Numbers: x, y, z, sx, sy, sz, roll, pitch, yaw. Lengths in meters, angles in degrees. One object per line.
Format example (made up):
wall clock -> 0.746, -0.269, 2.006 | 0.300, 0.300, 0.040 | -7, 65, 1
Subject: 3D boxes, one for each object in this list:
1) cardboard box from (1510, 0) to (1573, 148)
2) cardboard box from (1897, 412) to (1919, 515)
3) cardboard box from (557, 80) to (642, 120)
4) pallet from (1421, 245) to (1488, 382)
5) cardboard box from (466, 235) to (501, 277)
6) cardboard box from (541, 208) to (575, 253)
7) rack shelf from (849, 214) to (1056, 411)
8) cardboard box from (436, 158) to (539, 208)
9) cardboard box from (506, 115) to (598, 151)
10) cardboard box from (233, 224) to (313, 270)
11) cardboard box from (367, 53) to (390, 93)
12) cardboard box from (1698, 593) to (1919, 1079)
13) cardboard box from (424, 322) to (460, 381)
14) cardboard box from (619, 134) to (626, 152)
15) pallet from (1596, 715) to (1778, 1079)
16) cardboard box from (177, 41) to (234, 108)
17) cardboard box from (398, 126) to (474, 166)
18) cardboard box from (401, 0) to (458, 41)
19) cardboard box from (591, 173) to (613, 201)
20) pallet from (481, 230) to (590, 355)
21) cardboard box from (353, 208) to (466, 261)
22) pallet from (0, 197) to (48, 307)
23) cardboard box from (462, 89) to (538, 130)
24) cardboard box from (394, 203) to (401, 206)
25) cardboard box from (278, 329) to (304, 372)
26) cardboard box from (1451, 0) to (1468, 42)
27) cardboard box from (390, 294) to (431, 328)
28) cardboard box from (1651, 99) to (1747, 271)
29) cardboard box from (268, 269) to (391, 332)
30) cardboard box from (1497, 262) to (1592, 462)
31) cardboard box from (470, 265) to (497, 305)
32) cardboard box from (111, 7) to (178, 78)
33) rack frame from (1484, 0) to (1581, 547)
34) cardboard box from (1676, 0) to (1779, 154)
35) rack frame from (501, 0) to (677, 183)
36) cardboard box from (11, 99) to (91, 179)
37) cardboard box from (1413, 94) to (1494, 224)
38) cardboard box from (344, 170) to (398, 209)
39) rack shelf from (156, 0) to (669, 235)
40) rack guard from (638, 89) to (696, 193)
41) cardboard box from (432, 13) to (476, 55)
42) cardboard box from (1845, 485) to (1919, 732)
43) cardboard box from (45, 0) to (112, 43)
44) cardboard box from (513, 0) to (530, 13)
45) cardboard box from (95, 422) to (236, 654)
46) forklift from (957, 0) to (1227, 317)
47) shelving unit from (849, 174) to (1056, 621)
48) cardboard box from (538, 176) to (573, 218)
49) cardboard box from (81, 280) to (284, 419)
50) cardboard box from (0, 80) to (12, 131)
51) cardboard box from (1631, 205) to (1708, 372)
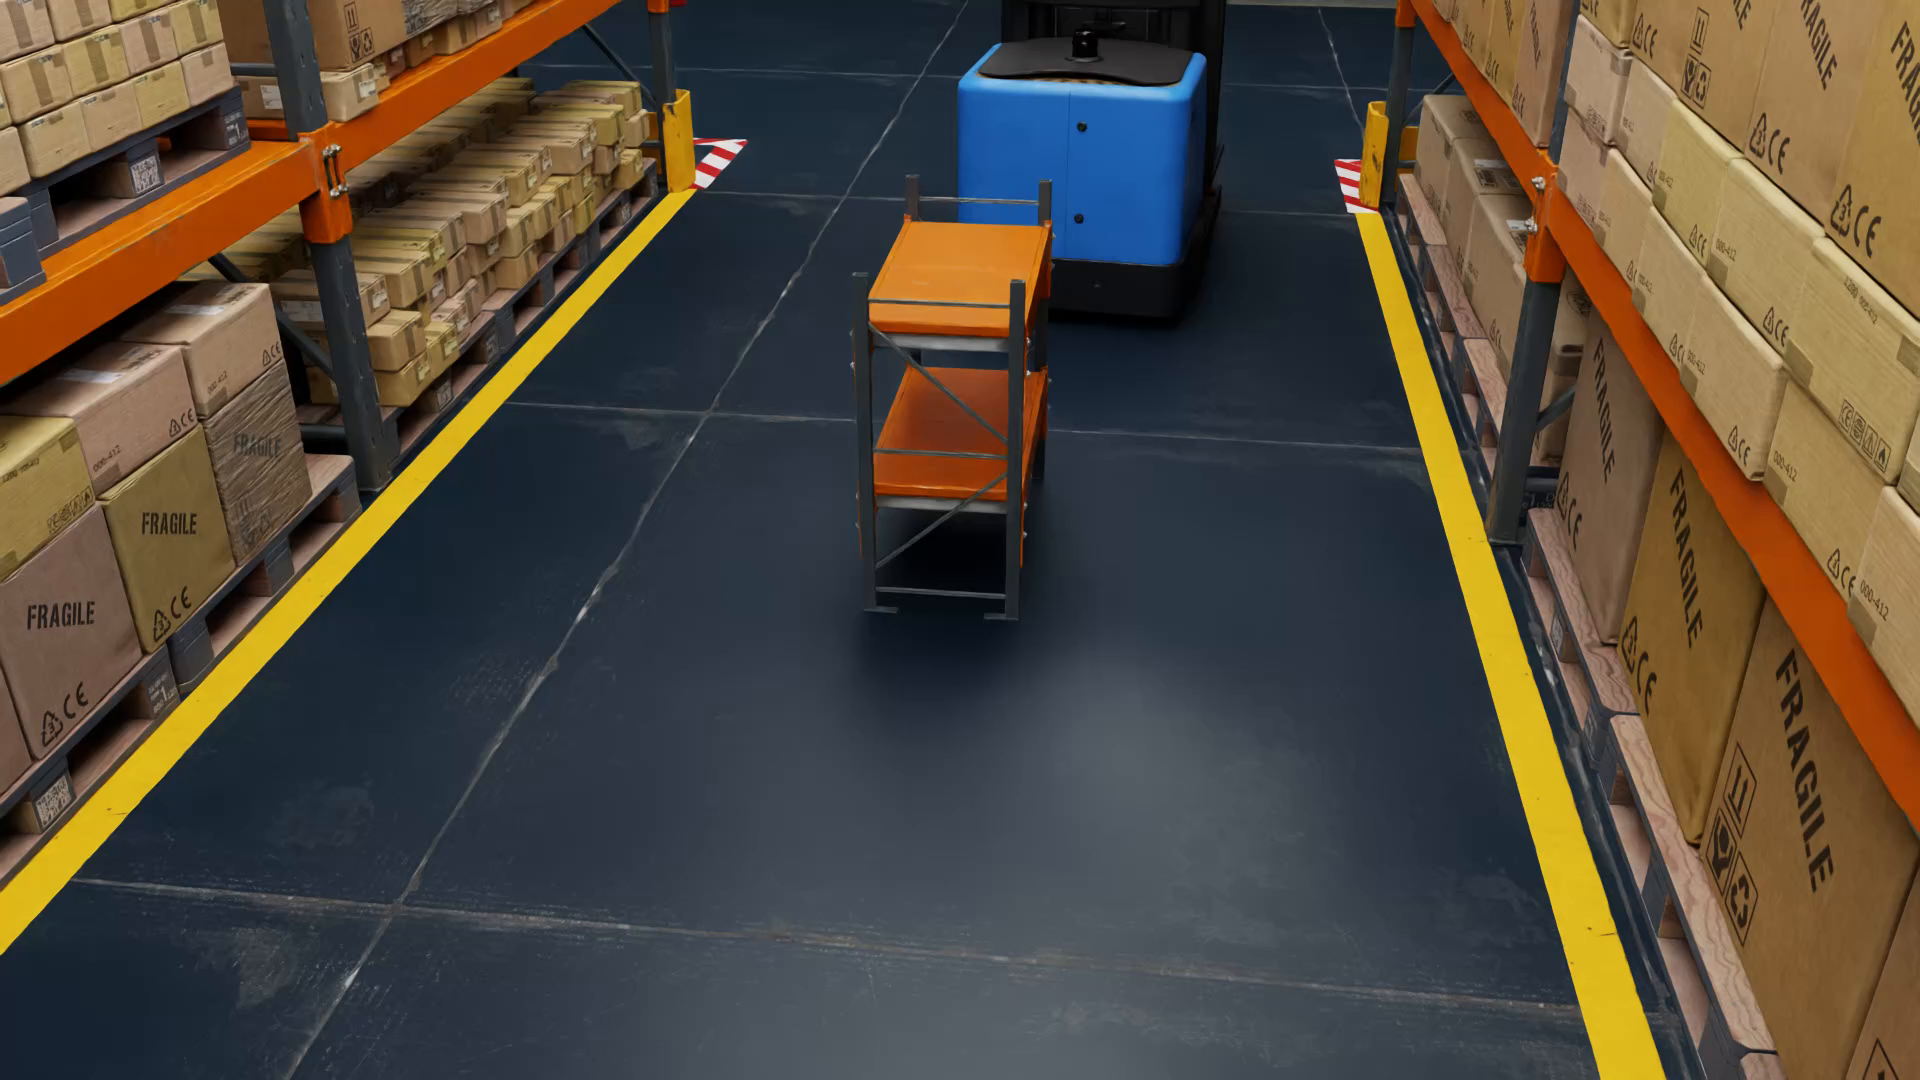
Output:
cardboard box -> 2.126, -1.580, 5.415 | 0.500, 0.500, 0.500 | 4, 29, 7
cardboard box -> 1.699, -0.058, 2.327 | 0.500, 0.250, 0.500 | 3, 28, 5
cardboard box -> -1.925, -2.353, 8.892 | 0.380, 0.149, 0.250 | 4, 29, 7
pallet -> 2.641, -1.004, 7.392 | 1.003, 0.211, 1.213 | 3, 28, 6
cardboard box -> -2.211, -1.252, 7.160 | 0.380, 0.149, 0.250 | 5, 29, 9
cardboard box -> -2.058, -1.481, 7.900 | 0.380, 0.149, 0.250 | 4, 29, 7
rack shelf -> 0.001, -0.756, 5.350 | 0.538, 0.278, 1.000 | 3, 28, 6
cardboard box -> -2.138, -1.619, 7.528 | 0.380, 0.149, 0.250 | 3, 29, 6
cardboard box -> -2.014, -1.991, 8.219 | 0.380, 0.149, 0.250 | 2, 28, 4
cardboard box -> -2.802, -1.157, 6.671 | 0.380, 0.149, 0.250 | 3, 28, 6
cardboard box -> -2.285, -1.673, 5.957 | 0.380, 0.149, 0.250 | 4, 29, 8
cardboard box -> 2.113, 0.591, 3.288 | 0.875, 0.875, 0.875 | 4, 29, 7
cardboard box -> -2.206, -0.751, 6.544 | 0.380, 0.149, 0.250 | 4, 29, 8
cardboard box -> -1.979, -2.102, 8.738 | 0.380, 0.149, 0.250 | 3, 28, 5
pallet -> 2.156, 0.868, 3.916 | 1.003, 0.211, 1.213 | 3, 28, 6
cardboard box -> -2.454, -1.419, 5.043 | 0.380, 0.149, 0.250 | 3, 28, 5
cardboard box -> -2.577, -1.891, 8.033 | 0.380, 0.149, 0.250 | 4, 29, 8
cardboard box -> -2.238, -2.170, 6.196 | 0.500, 0.500, 0.500 | 3, 28, 6
cardboard box -> -2.018, -1.849, 8.583 | 0.380, 0.149, 0.250 | 3, 28, 6
pallet -> -2.408, -1.209, 7.772 | 1.003, 0.211, 1.213 | 3, 28, 6
cardboard box -> -2.270, -1.257, 6.856 | 0.380, 0.149, 0.250 | 3, 28, 5
pallet -> -2.890, -0.510, 3.736 | 1.003, 0.211, 1.213 | 3, 28, 6
cardboard box -> -2.428, -2.254, 8.707 | 0.380, 0.149, 0.250 | 4, 29, 7
cardboard box -> -2.575, -1.507, 7.634 | 0.380, 0.149, 0.250 | 5, 29, 9
cardboard box -> -2.777, -0.794, 6.625 | 0.380, 0.149, 0.250 | 4, 29, 8
cardboard box -> 2.310, -2.306, 6.761 | 0.500, 0.500, 0.500 | 4, 29, 8
cardboard box -> -2.298, -0.880, 6.470 | 0.380, 0.149, 0.250 | 4, 29, 7
cardboard box -> 1.865, -0.783, 3.672 | 0.500, 0.250, 0.500 | 4, 29, 7
cardboard box -> -2.354, -0.885, 6.165 | 0.380, 0.149, 0.250 | 4, 29, 8
cardboard box -> 2.506, -0.649, 6.051 | 0.875, 0.438, 0.875 | 3, 28, 5
cardboard box -> -2.247, -1.122, 7.233 | 0.380, 0.149, 0.250 | 2, 28, 4
cardboard box -> -2.486, -1.425, 4.741 | 0.380, 0.149, 0.250 | 4, 29, 7
rack frame -> 2.323, -1.303, 5.006 | 1.000, 3.000, 0.127 | 3, 28, 6
cardboard box -> 1.885, -1.120, 3.506 | 0.500, 0.500, 0.500 | 3, 28, 5
rack frame -> -2.112, -3.426, 8.946 | 1.000, 3.000, 0.127 | 3, 28, 6
cardboard box -> -2.549, -1.061, 4.379 | 0.380, 0.149, 0.250 | 2, 28, 4
cardboard box -> 2.831, -1.926, 8.421 | 0.875, 0.438, 0.875 | 2, 28, 4
cardboard box -> -2.730, -1.535, 7.373 | 0.380, 0.149, 0.250 | 2, 28, 4
rack shelf -> -2.357, -2.168, 7.369 | 1.077, 0.370, 4.000 | 3, 28, 6
rack guard -> -2.121, -2.289, 9.473 | 1.175, 0.500, 0.348 | 3, 28, 6
cardboard box -> -2.169, -2.044, 6.645 | 0.380, 0.149, 0.250 | 4, 29, 7
cardboard box -> 1.684, 0.152, 2.464 | 0.500, 0.250, 0.500 | 4, 29, 7
cardboard box -> -2.523, -1.431, 4.438 | 0.380, 0.149, 0.250 | 2, 28, 5
cardboard box -> -2.133, -2.418, 7.341 | 0.380, 0.149, 0.250 | 4, 29, 7
cardboard box -> -2.506, -0.023, 4.822 | 0.500, 0.500, 0.500 | 3, 28, 5
forklift -> 0.798, -2.970, 8.173 | 1.130, 2.935, 3.031 | 6, 29, 11
shelving unit -> 0.001, -0.498, 5.489 | 0.538, 1.125, 1.048 | 3, 28, 6
cardboard box -> -2.056, -1.613, 7.830 | 0.380, 0.149, 0.250 | 5, 29, 9
cardboard box -> -2.443, -0.592, 5.089 | 0.500, 0.250, 0.500 | 3, 28, 5
cardboard box -> -2.582, -1.057, 4.058 | 0.380, 0.149, 0.250 | 2, 28, 4
cardboard box -> 1.867, -0.561, 3.787 | 0.500, 0.250, 0.500 | 3, 28, 6
